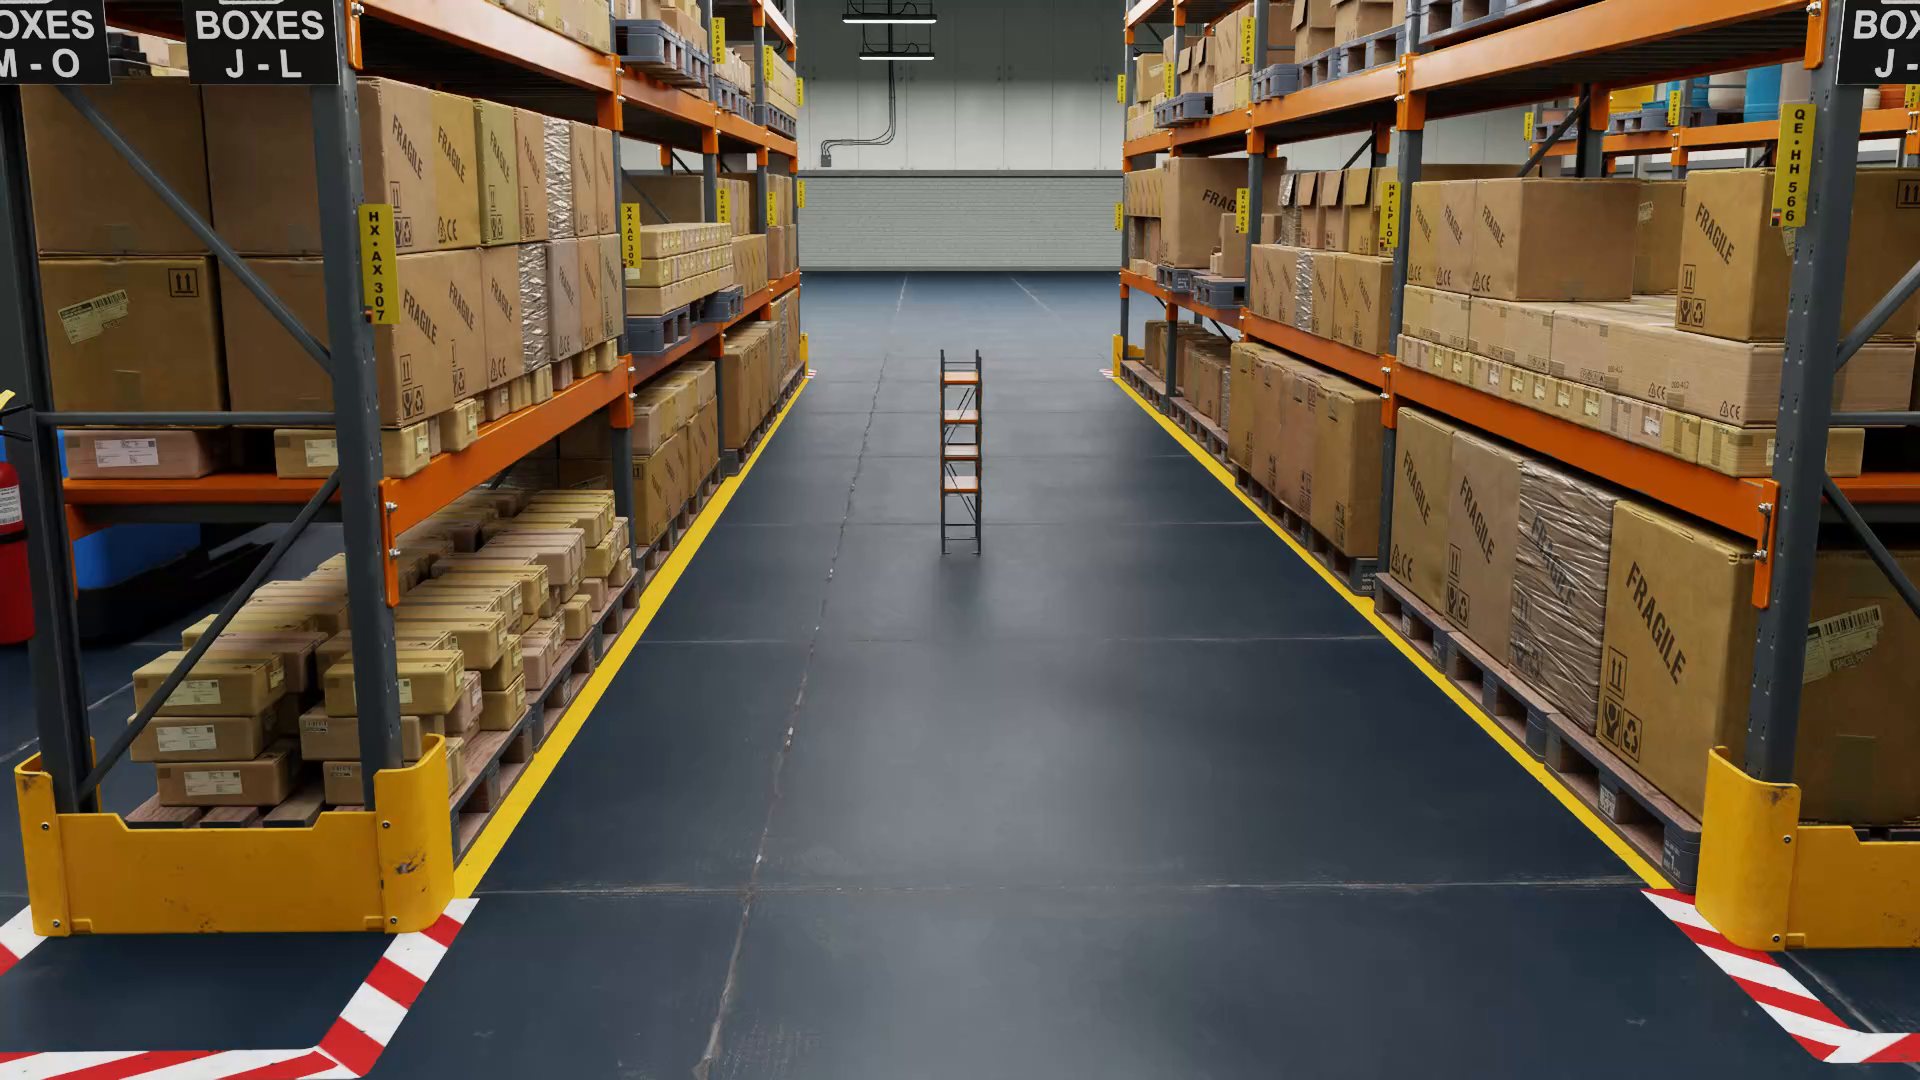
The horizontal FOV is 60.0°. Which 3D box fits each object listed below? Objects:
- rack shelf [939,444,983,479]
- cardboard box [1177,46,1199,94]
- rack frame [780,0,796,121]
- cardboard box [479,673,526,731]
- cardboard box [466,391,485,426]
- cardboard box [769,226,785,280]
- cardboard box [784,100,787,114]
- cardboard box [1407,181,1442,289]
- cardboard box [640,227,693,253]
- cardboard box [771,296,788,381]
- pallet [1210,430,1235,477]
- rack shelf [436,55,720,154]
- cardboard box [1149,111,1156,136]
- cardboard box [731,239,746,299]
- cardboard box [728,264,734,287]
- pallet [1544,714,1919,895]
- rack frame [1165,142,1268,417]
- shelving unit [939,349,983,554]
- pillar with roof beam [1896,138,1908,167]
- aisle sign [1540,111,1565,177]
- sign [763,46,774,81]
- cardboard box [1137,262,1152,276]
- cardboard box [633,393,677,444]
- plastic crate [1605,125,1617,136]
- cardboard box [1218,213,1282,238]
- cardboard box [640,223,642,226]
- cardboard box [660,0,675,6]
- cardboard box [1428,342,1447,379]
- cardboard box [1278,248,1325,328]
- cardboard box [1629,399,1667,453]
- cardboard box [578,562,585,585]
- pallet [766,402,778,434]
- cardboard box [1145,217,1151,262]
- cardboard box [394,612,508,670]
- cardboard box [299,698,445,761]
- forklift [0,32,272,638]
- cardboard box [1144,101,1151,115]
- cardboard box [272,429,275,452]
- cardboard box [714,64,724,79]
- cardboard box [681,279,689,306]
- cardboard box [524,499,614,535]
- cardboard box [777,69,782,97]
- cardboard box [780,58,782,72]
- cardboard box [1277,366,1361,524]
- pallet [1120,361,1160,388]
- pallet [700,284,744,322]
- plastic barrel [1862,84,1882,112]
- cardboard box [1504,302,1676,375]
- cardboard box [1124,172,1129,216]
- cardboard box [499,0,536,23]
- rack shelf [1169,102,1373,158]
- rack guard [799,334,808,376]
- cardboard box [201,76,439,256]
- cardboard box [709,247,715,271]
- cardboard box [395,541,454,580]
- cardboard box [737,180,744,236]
[{"bbox_3d":[0.003,-0.489,10.291,0.258,0.148,0.480,0,11,-1],"label":"rack shelf"},{"bbox_3d":[2.477,-4.352,15.606,0.797,0.503,0.637,-1,11,-4],"label":"cardboard box"},{"bbox_3d":[-2.478,-6.454,19.740,1.000,3.000,0.127,0,11,-1],"label":"rack frame"},{"bbox_3d":[-1.833,0.600,6.172,0.380,0.149,0.250,0,11,0],"label":"cardboard box"},{"bbox_3d":[-1.948,-0.485,6.039,0.380,0.149,0.250,0,11,-2],"label":"cardboard box"},{"bbox_3d":[-2.342,-3.083,17.834,0.875,0.550,0.550,0,11,-1],"label":"cardboard box"},{"bbox_3d":[-2.101,-4.748,18.199,0.380,0.149,0.250,0,11,0],"label":"cardboard box"},{"bbox_3d":[2.486,-1.473,8.017,0.500,0.500,0.500,0,11,-1],"label":"cardboard box"},{"bbox_3d":[-1.801,-1.790,9.918,0.380,0.149,0.250,0,11,-2],"label":"cardboard box"},{"bbox_3d":[-2.360,-2.188,18.088,0.875,0.875,0.875,0,11,-1],"label":"cardboard box"},{"bbox_3d":[2.634,-0.713,13.543,1.003,0.211,1.213,0,11,-1],"label":"pallet"},{"bbox_3d":[-2.271,-2.644,10.312,1.077,0.370,4.000,0,11,-1],"label":"rack shelf"},{"bbox_3d":[2.279,-4.411,17.588,0.500,0.250,0.500,0,11,-2],"label":"cardboard box"},{"bbox_3d":[-2.075,-2.265,13.926,0.500,0.500,0.500,0,11,-1],"label":"cardboard box"},{"bbox_3d":[-1.843,-1.910,12.007,0.380,0.149,0.250,0,11,0],"label":"cardboard box"},{"bbox_3d":[2.719,0.874,5.720,1.003,0.211,1.213,0,11,-1],"label":"pallet"},{"bbox_3d":[2.566,-2.719,16.419,1.000,3.000,0.127,0,11,-1],"label":"rack frame"},{"bbox_3d":[0.003,-0.555,10.278,0.258,1.200,0.503,0,11,-1],"label":"shelving unit"},{"bbox_3d":[13.667,-8.748,31.045,9.100,9.000,0.400,0,11,-1],"label":"pillar with roof beam"},{"bbox_3d":[7.141,-4.822,20.245,0.394,0.787,0.004,0,11,-1],"label":"aisle sign"},{"bbox_3d":[-1.853,-4.601,16.057,0.100,0.325,0.005,0,11,-1],"label":"sign"},{"bbox_3d":[2.185,-3.035,18.607,0.380,0.149,0.250,0,11,-1],"label":"cardboard box"},{"bbox_3d":[-1.994,-0.731,9.962,0.500,0.250,0.500,0,11,0],"label":"cardboard box"},{"bbox_3d":[7.081,-4.398,17.812,0.243,0.136,0.396,0,11,-1],"label":"plastic crate"},{"bbox_3d":[2.694,-2.632,14.670,0.797,0.503,0.637,1,12,5],"label":"cardboard box"},{"bbox_3d":[-2.496,-2.205,11.961,0.380,0.149,0.250,0,11,-1],"label":"cardboard box"},{"bbox_3d":[-1.997,-3.483,10.463,0.396,0.266,0.258,0,11,-1],"label":"cardboard box"},{"bbox_3d":[2.417,-0.841,7.793,0.380,0.149,0.250,0,11,1],"label":"cardboard box"},{"bbox_3d":[2.414,-1.671,11.001,0.500,0.500,0.500,0,11,-2],"label":"cardboard box"},{"bbox_3d":[2.466,-0.382,5.530,0.380,0.149,0.250,0,11,-1],"label":"cardboard box"},{"bbox_3d":[-1.957,0.135,7.714,0.380,0.149,0.250,0,11,-1],"label":"cardboard box"},{"bbox_3d":[-2.304,-1.199,15.940,1.003,0.211,1.213,0,11,-1],"label":"pallet"},{"bbox_3d":[2.565,-3.401,18.781,0.875,0.500,0.500,0,11,-1],"label":"cardboard box"},{"bbox_3d":[-1.821,0.356,5.880,0.380,0.149,0.250,0,11,-1],"label":"cardboard box"},{"bbox_3d":[-1.901,0.607,5.390,0.380,0.149,0.250,0,11,1],"label":"cardboard box"},{"bbox_3d":[-4.574,-1.200,9.102,1.130,2.935,3.031,0,11,-1],"label":"forklift"},{"bbox_3d":[2.251,-4.792,18.466,0.380,0.149,0.250,-1,11,-4],"label":"cardboard box"},{"bbox_3d":[-2.424,-0.374,5.488,0.380,0.149,0.250,0,11,-2],"label":"cardboard box"},{"bbox_3d":[-2.107,-3.750,12.871,0.500,0.311,0.500,0,11,-1],"label":"cardboard box"},{"bbox_3d":[-1.795,-1.446,9.720,0.380,0.149,0.250,0,11,-1],"label":"cardboard box"},{"bbox_3d":[-1.917,-0.109,8.169,0.380,0.149,0.250,0,11,0],"label":"cardboard box"},{"bbox_3d":[-2.148,-4.815,17.526,0.500,0.250,0.500,0,11,-2],"label":"cardboard box"},{"bbox_3d":[-2.090,-5.038,17.624,0.380,0.149,0.250,0,11,-1],"label":"cardboard box"},{"bbox_3d":[2.679,-0.598,10.252,1.225,0.875,0.875,-1,11,-3],"label":"cardboard box"},{"bbox_3d":[2.466,-1.971,19.744,1.003,0.211,1.213,0,11,-1],"label":"pallet"},{"bbox_3d":[-2.191,-1.689,11.821,1.213,0.211,1.003,0,11,-1],"label":"pallet"},{"bbox_3d":[7.341,-3.599,13.557,0.301,0.262,0.301,0,11,0],"label":"plastic barrel"},{"bbox_3d":[2.503,-0.807,6.622,0.500,0.250,0.500,0,11,-1],"label":"cardboard box"},{"bbox_3d":[2.222,-4.089,19.655,0.500,0.500,0.500,0,11,-1],"label":"cardboard box"},{"bbox_3d":[-1.931,-2.130,6.348,0.500,0.250,0.500,0,11,-1],"label":"cardboard box"},{"bbox_3d":[2.607,-3.439,14.233,1.077,0.370,4.000,0,11,-1],"label":"rack shelf"},{"bbox_3d":[-2.478,-2.294,20.609,1.175,0.500,0.348,0,11,-1],"label":"rack guard"},{"bbox_3d":[-1.891,-1.109,4.966,0.500,0.500,0.500,0,11,-2],"label":"cardboard box"},{"bbox_3d":[-1.824,-1.852,10.969,0.380,0.149,0.250,0,11,-2],"label":"cardboard box"},{"bbox_3d":[-2.389,0.102,7.130,0.380,0.149,0.250,-1,11,-4],"label":"cardboard box"},{"bbox_3d":[-2.366,-3.057,15.318,0.700,0.500,0.500,0,11,-2],"label":"cardboard box"}]
